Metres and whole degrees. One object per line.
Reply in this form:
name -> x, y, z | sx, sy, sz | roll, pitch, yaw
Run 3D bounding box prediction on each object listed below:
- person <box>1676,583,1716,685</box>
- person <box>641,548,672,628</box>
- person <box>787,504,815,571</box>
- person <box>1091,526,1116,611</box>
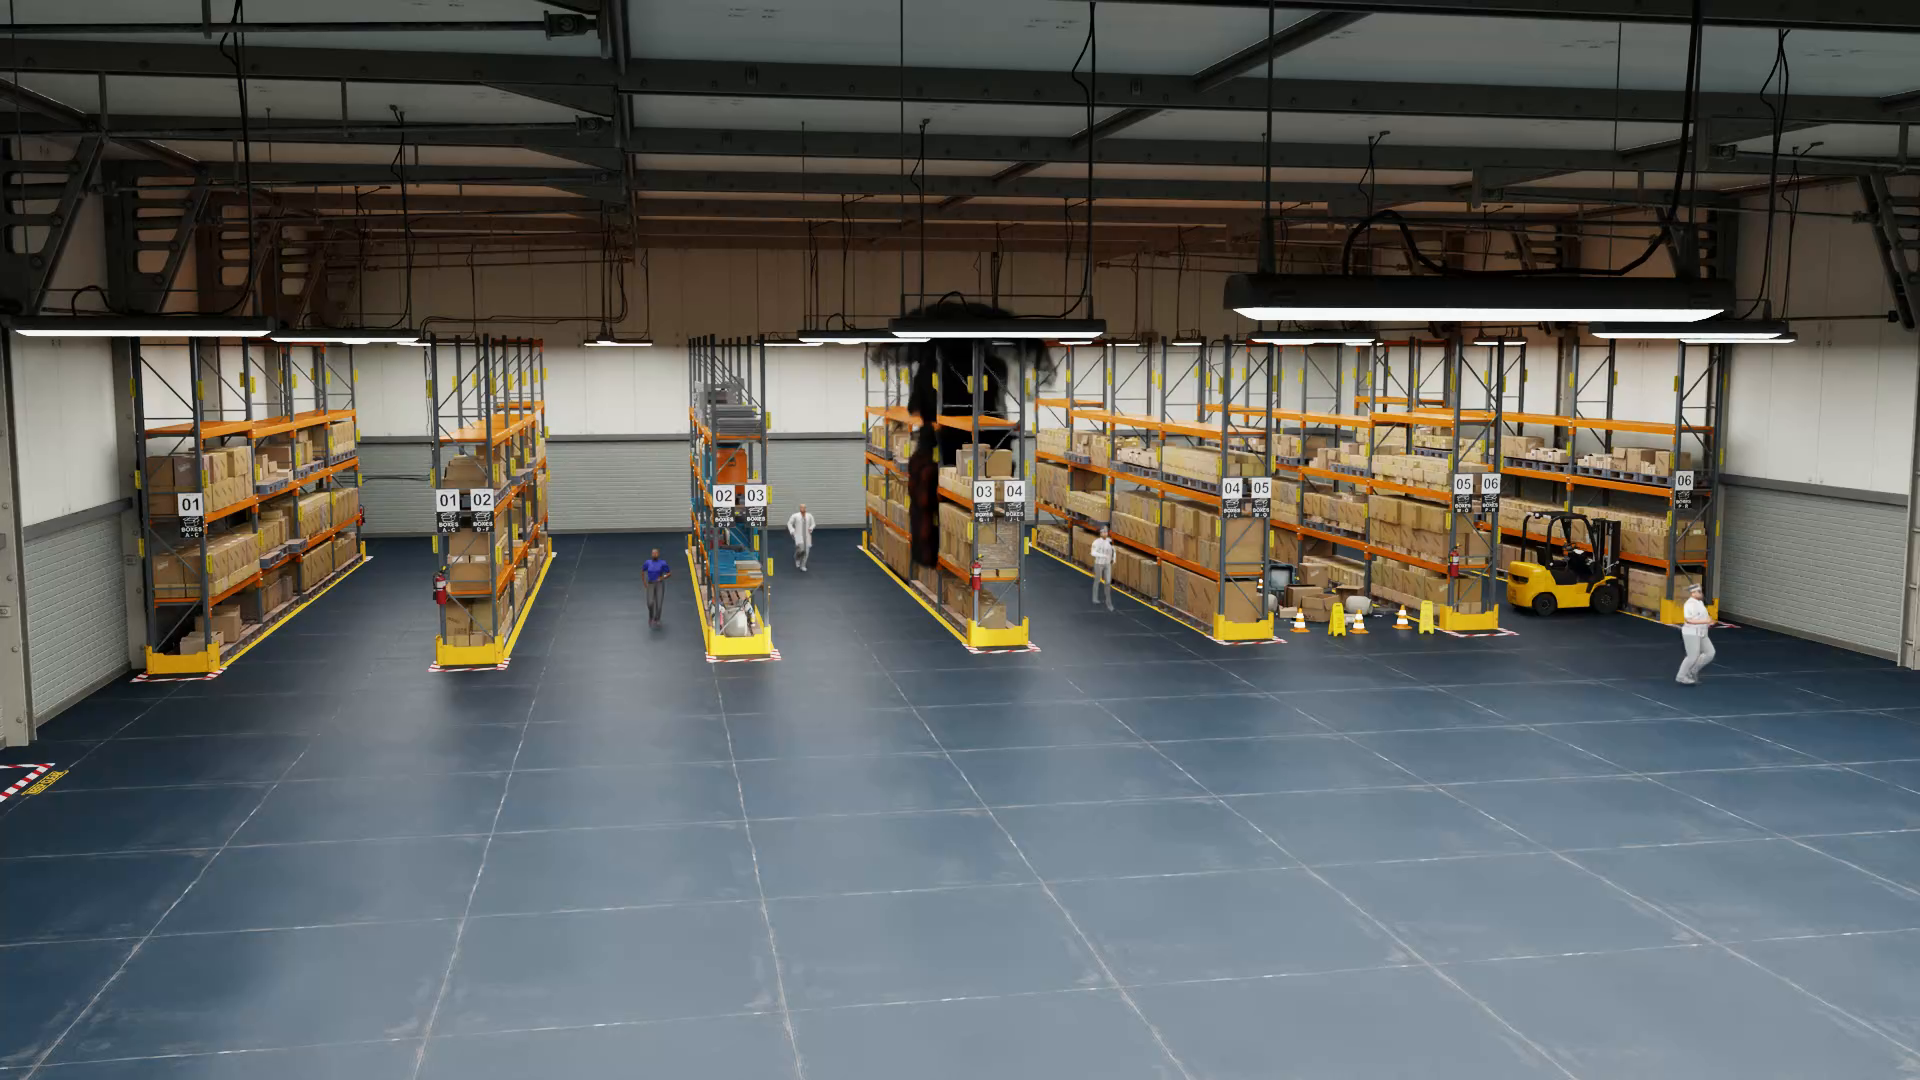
person -> 12.583, 1.620, 28.319 | 0.644, 1.788, 0.656 | -6, 9, -42
person -> -6.249, 0.989, 34.266 | 0.608, 1.649, 0.577 | 0, 7, -4
person -> -4.063, -0.086, 43.065 | 0.701, 1.705, 0.626 | -3, 7, -22
person -> 3.047, 0.581, 35.246 | 0.631, 1.804, 0.711 | -2, 7, -20
